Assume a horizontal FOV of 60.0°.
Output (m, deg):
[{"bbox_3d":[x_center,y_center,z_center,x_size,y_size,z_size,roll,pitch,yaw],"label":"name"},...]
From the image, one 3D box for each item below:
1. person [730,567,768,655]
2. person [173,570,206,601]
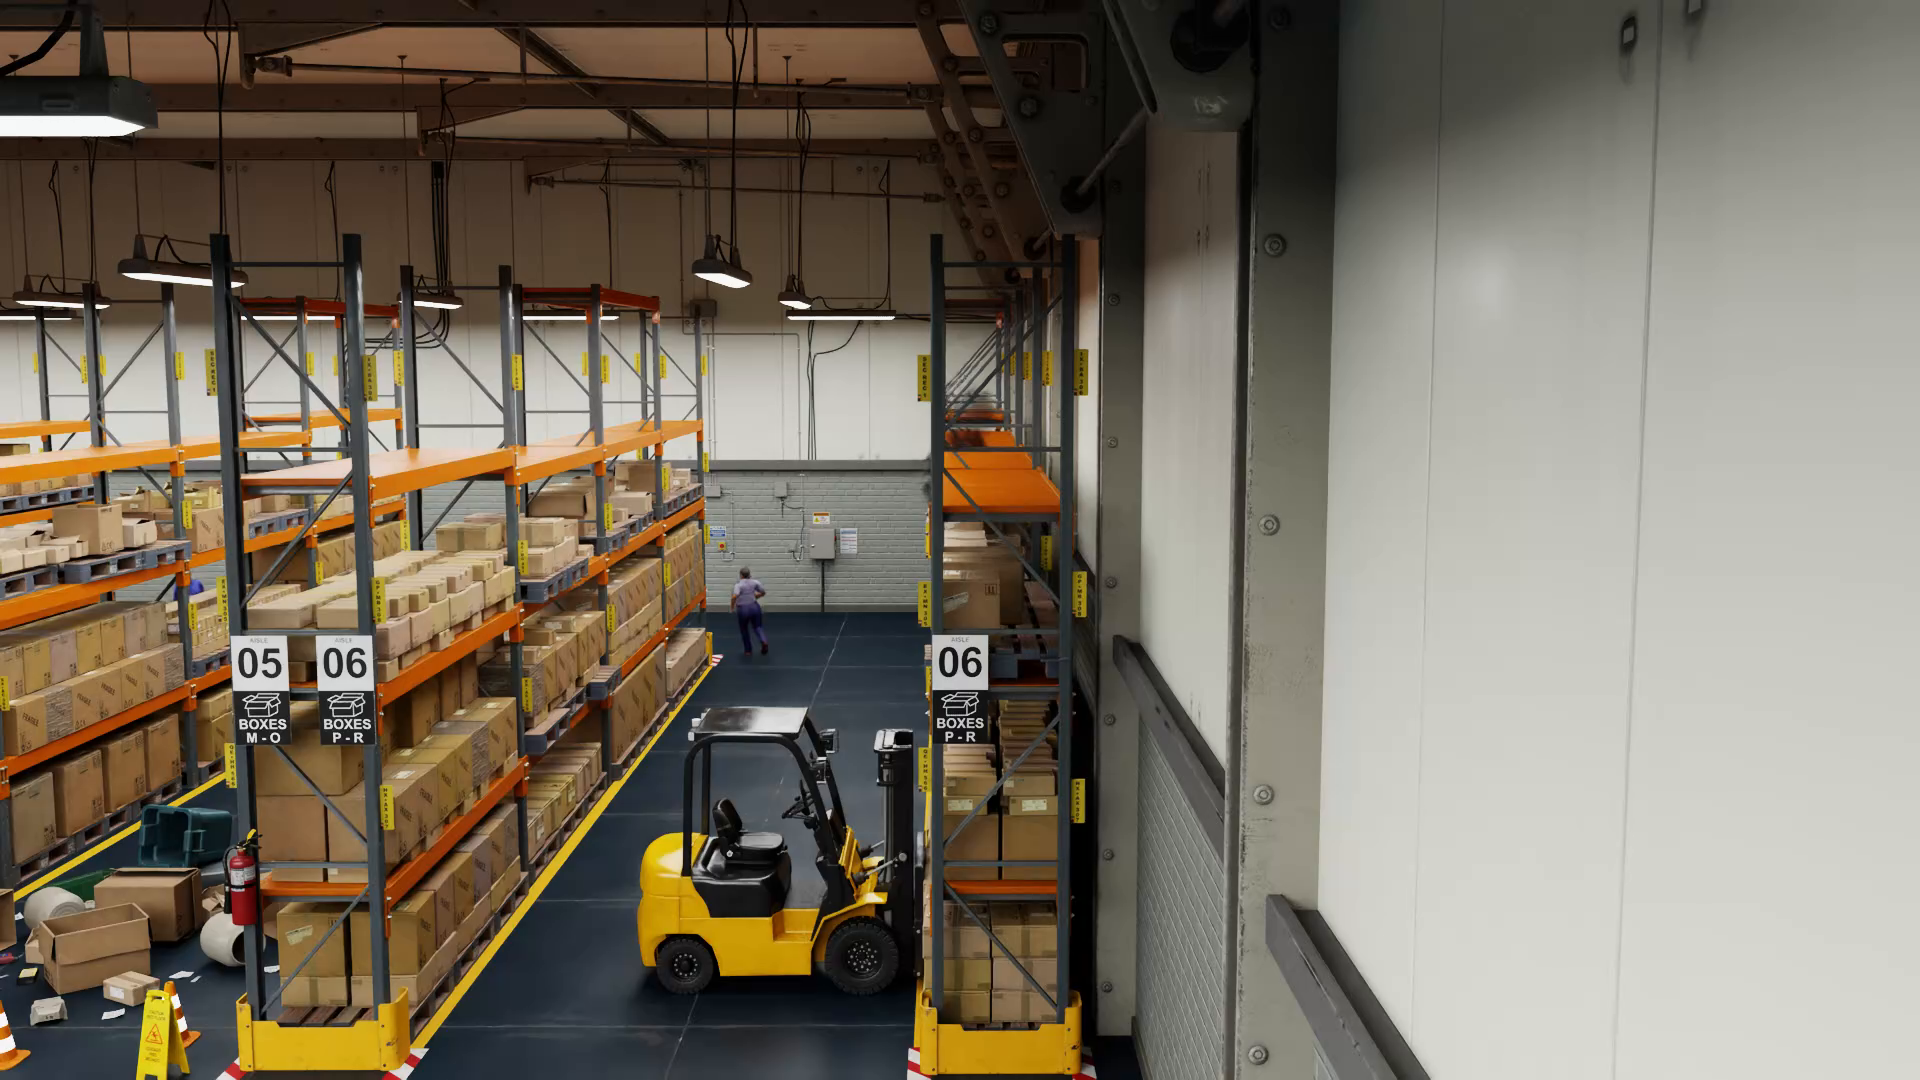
[{"bbox_3d":[-3.670,1.227,28.522,0.671,1.585,0.808,-3,7,-24],"label":"person"},{"bbox_3d":[-13.160,1.240,28.559,0.551,1.566,0.650,6,9,44],"label":"person"}]
